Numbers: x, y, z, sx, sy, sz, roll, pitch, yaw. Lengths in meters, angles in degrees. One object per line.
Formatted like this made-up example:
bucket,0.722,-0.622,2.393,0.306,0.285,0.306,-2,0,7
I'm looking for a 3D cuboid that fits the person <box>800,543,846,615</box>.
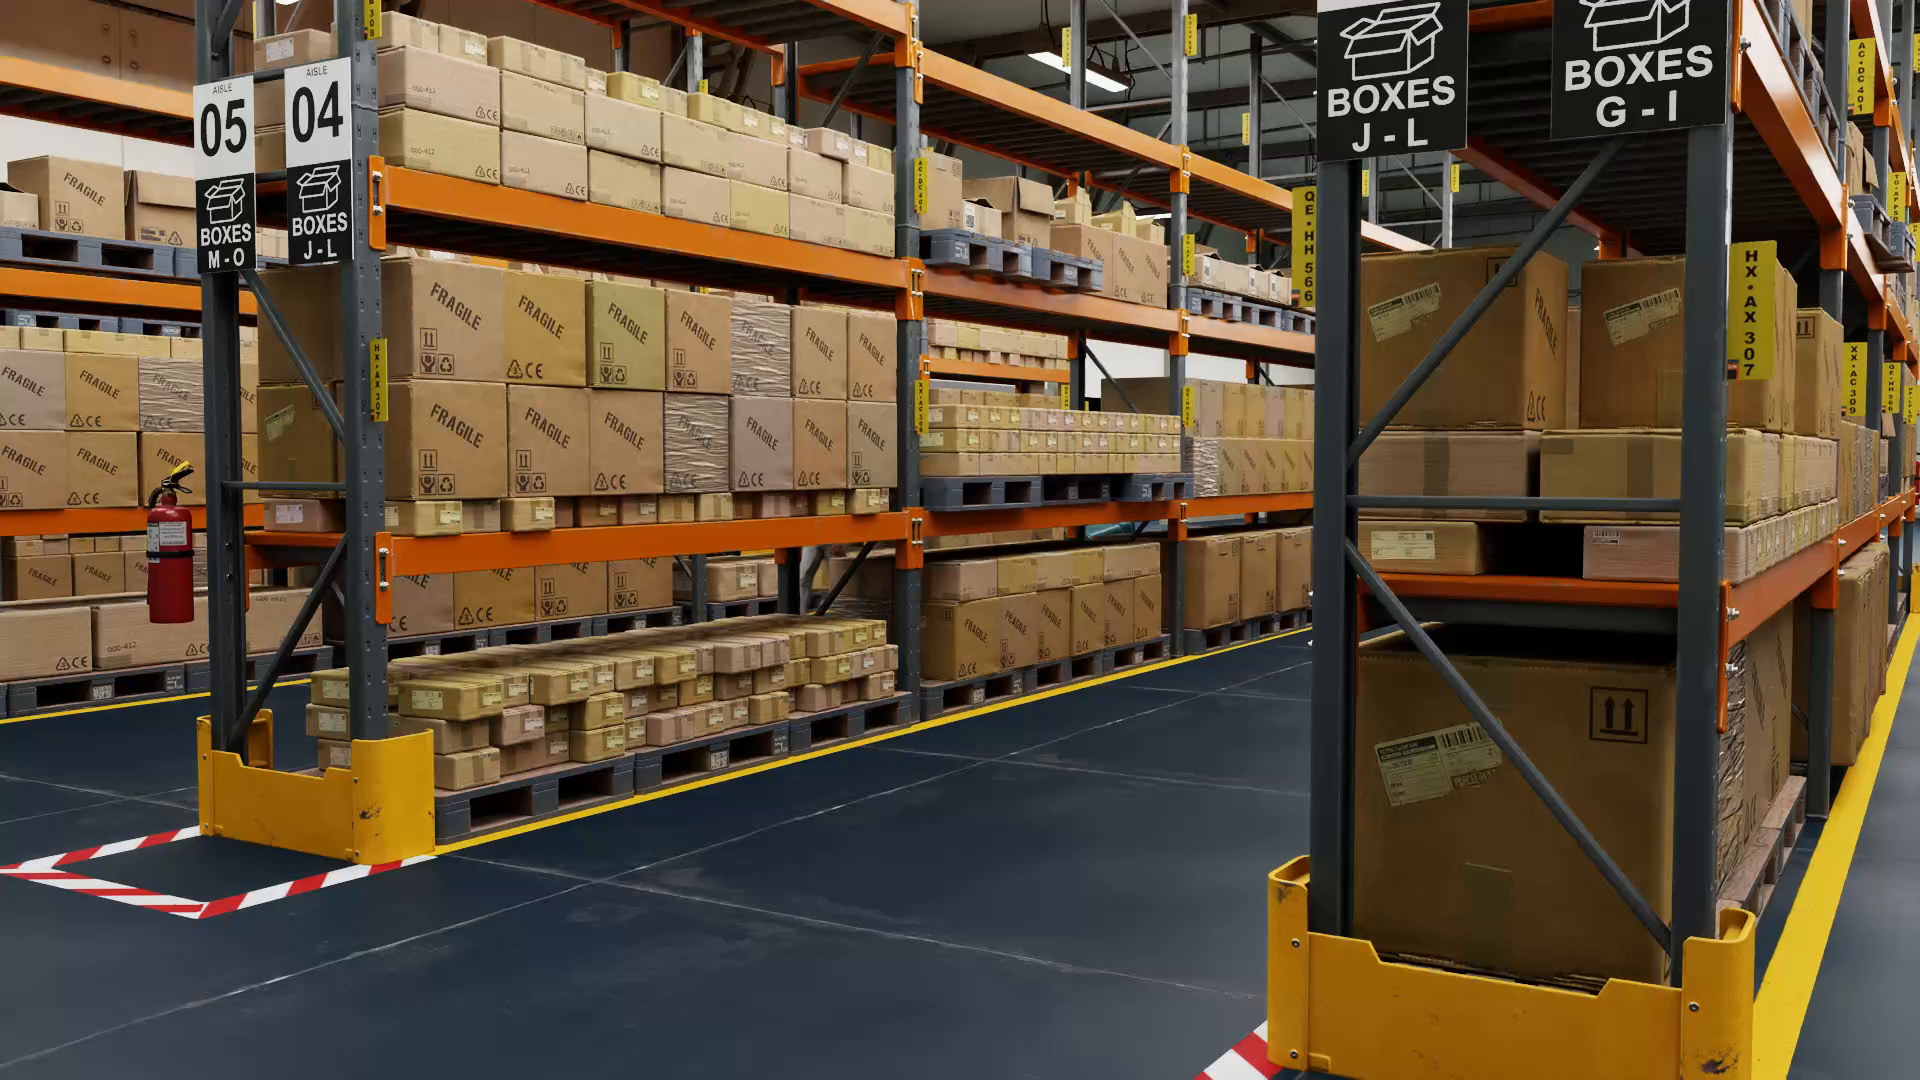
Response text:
person,-1.227,0.013,14.582,0.571,1.736,0.928,1,3,25
